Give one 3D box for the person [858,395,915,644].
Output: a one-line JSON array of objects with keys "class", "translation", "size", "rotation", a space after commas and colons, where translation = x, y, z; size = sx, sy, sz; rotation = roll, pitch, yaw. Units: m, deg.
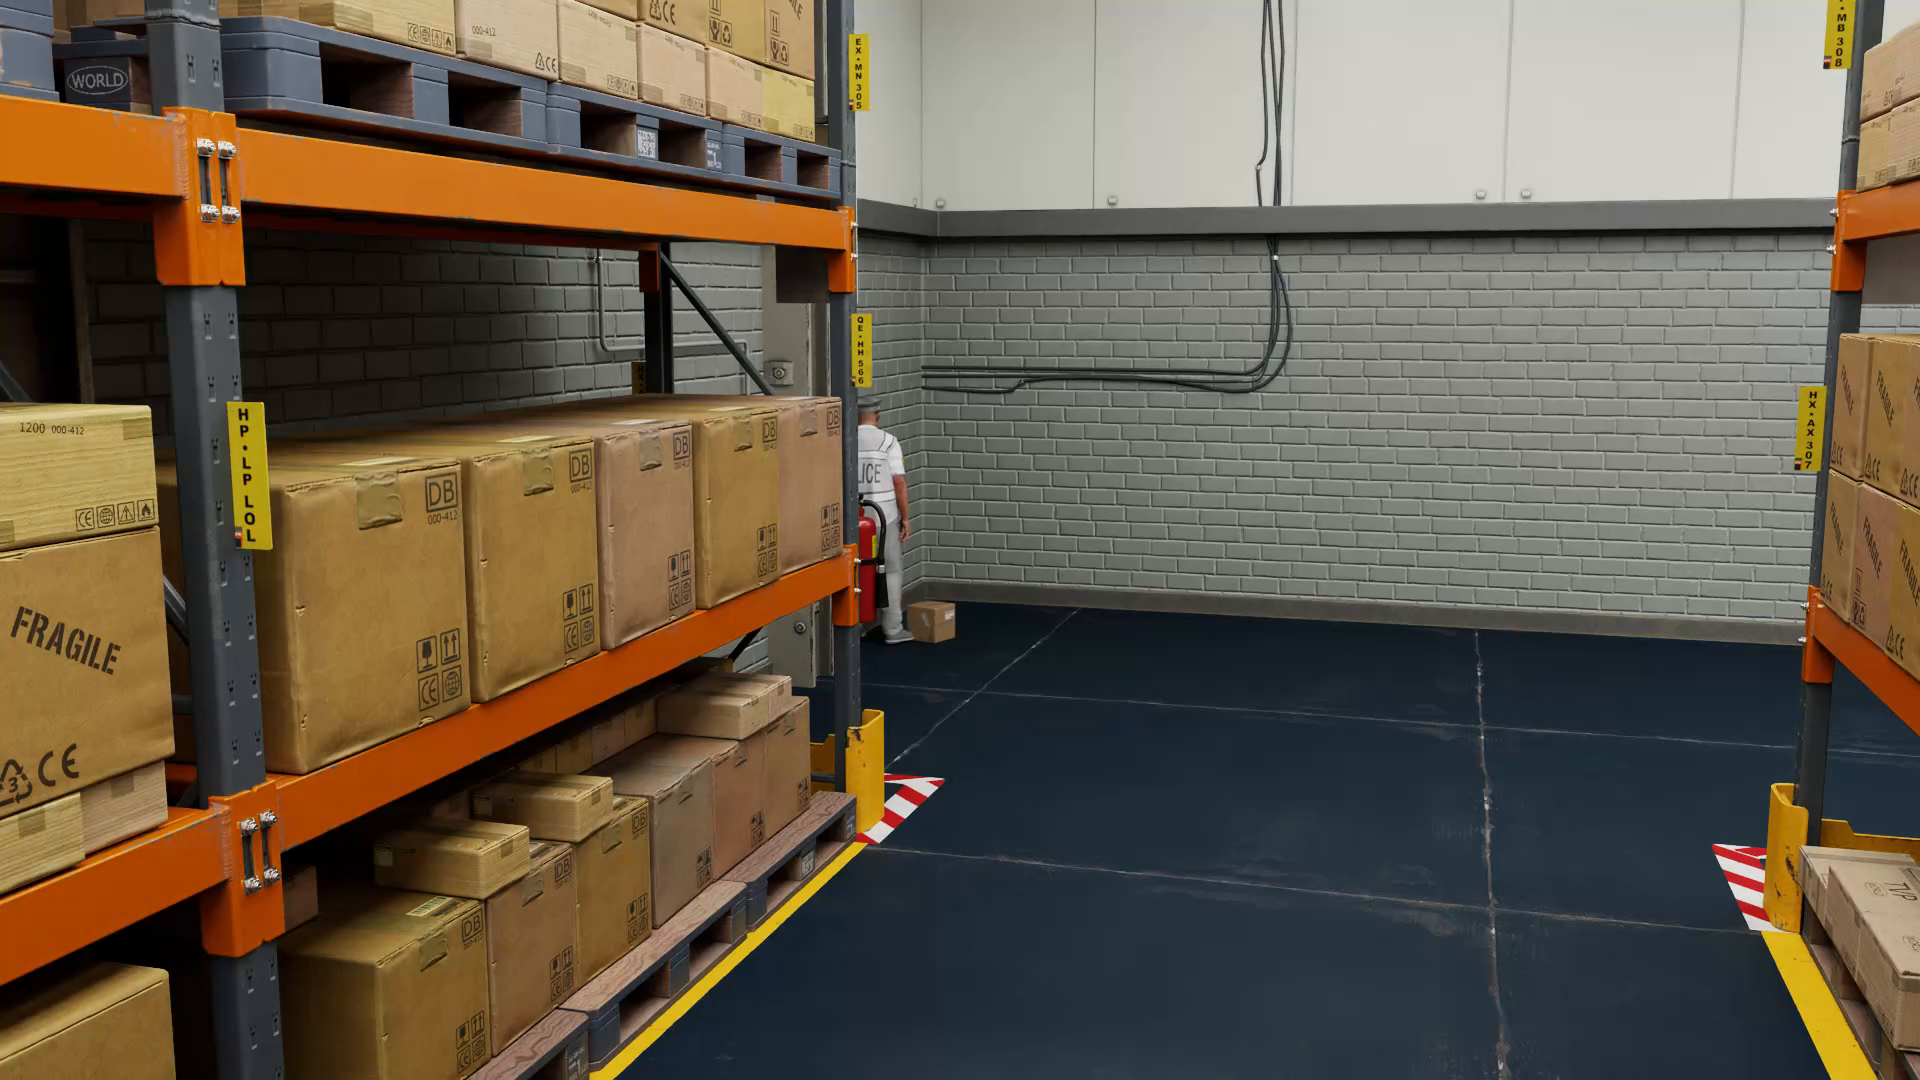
[{"class": "person", "translation": [-0.642, -0.138, 11.759], "size": [0.601, 1.747, 0.440], "rotation": [2, 8, 13]}]
